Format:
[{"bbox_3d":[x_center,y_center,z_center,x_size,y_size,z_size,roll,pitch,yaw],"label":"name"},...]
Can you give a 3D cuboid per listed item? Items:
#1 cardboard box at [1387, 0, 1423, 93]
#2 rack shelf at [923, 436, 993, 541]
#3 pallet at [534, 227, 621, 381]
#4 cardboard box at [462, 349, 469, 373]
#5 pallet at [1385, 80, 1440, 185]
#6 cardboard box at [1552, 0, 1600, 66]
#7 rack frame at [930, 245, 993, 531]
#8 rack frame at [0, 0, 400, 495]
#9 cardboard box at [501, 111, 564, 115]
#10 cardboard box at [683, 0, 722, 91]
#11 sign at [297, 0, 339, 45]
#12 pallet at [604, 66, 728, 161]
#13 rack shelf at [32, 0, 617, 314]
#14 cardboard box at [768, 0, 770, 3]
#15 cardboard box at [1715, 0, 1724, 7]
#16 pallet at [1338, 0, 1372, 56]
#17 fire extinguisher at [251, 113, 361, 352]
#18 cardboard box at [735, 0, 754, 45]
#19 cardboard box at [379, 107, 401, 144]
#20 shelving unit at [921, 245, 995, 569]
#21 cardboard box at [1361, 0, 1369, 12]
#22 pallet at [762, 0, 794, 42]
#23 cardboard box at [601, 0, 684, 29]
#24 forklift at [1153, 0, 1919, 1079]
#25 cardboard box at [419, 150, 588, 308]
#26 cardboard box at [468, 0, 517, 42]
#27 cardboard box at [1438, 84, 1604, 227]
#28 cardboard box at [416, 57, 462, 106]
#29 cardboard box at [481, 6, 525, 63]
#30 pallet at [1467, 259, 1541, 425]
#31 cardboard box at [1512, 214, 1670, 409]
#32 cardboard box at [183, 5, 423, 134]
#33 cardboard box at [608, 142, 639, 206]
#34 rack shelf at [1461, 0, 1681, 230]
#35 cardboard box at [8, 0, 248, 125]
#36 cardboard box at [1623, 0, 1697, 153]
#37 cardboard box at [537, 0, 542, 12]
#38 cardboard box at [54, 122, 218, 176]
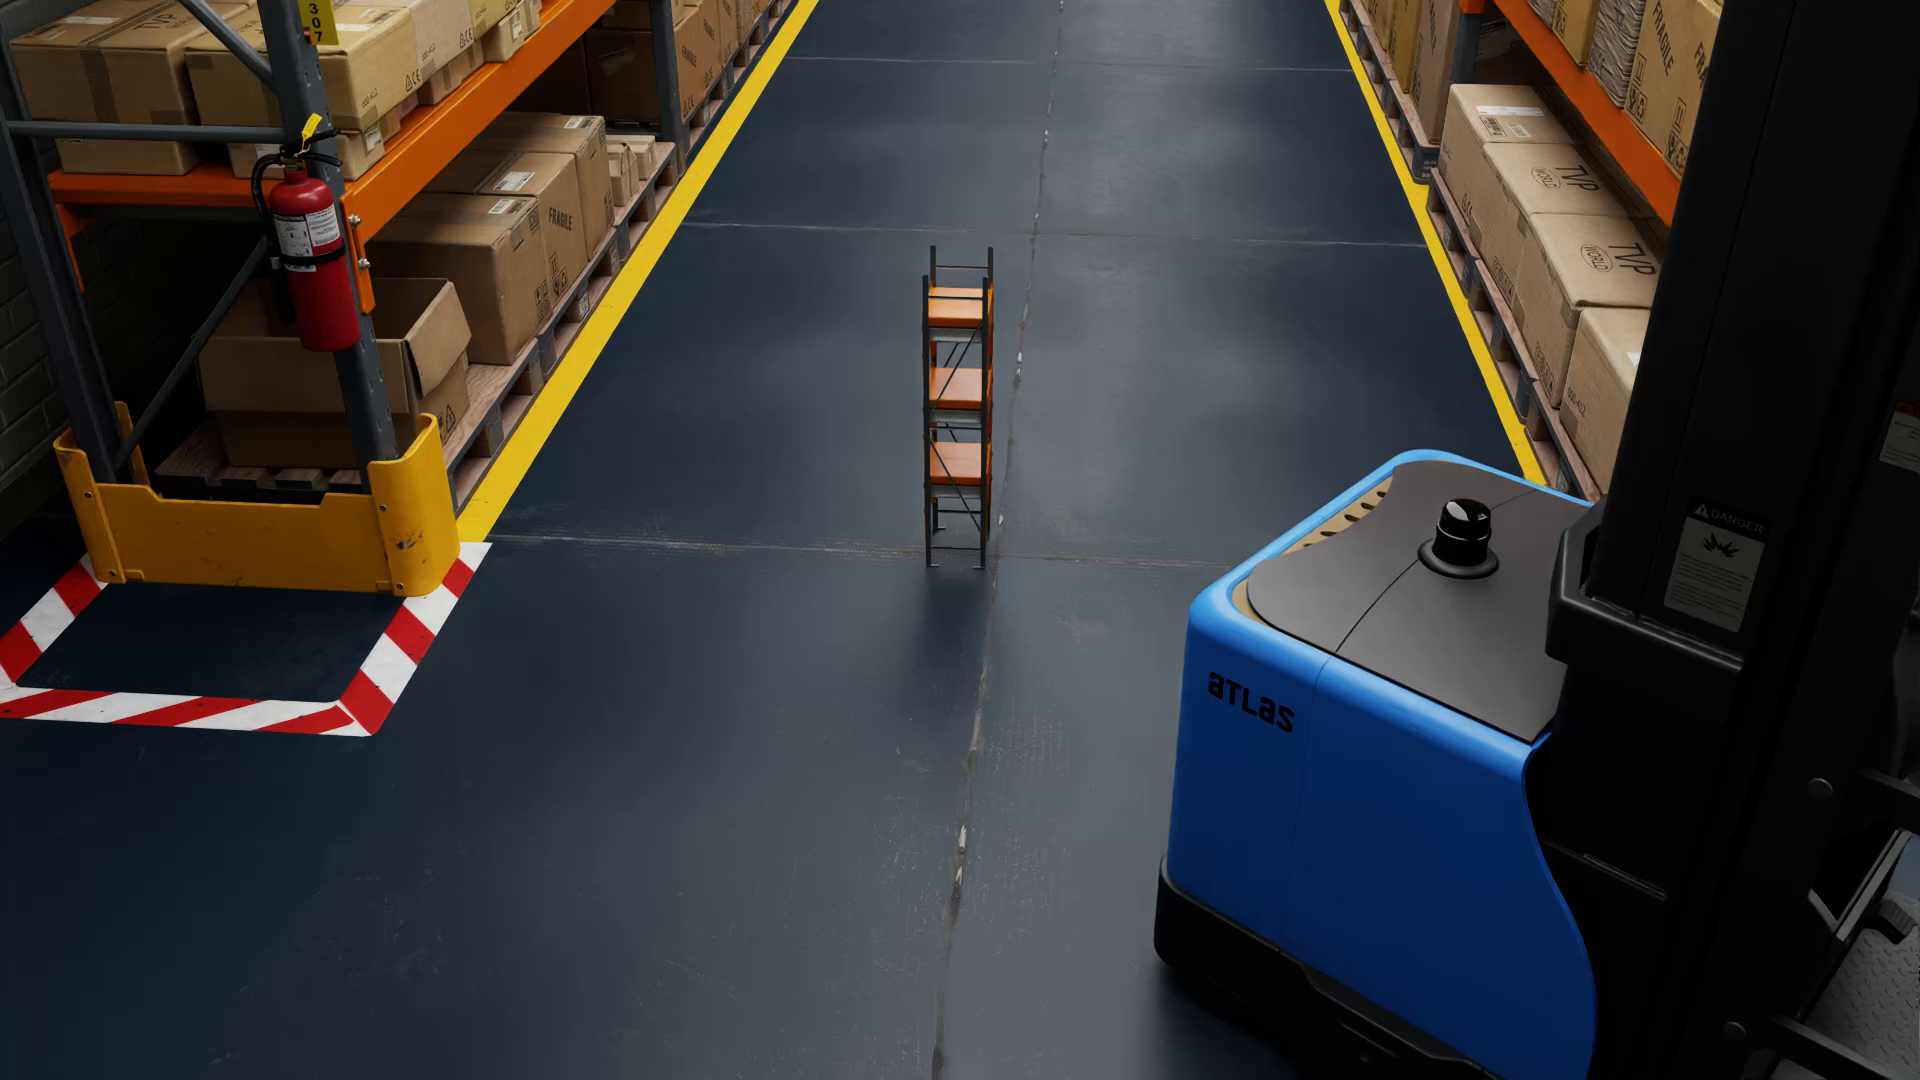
[{"bbox_3d":[3.004,-3.119,9.576,0.875,0.875,0.875,3,32,5],"label":"cardboard box"},{"bbox_3d":[-0.004,-0.173,5.581,0.215,0.259,0.240,2,32,4],"label":"rack shelf"},{"bbox_3d":[-2.134,-1.068,7.282,1.003,0.211,1.213,2,32,4],"label":"pallet"},{"bbox_3d":[-2.088,-0.664,6.285,0.380,0.149,0.250,1,32,2],"label":"cardboard box"},{"bbox_3d":[2.955,-2.264,9.222,1.003,0.211,1.213,2,32,4],"label":"pallet"},{"bbox_3d":[2.534,-2.060,6.139,0.500,0.500,0.500,3,32,5],"label":"cardboard box"},{"bbox_3d":[0.006,-0.483,5.533,0.200,1.050,0.008,2,32,4],"label":"rack frame"},{"bbox_3d":[-2.306,-1.163,4.777,1.000,3.000,0.127,2,32,4],"label":"rack frame"},{"bbox_3d":[-2.269,-1.953,8.222,0.500,0.311,0.500,4,32,6],"label":"cardboard box"},{"bbox_3d":[-1.683,-2.891,9.564,0.500,0.500,0.500,2,32,3],"label":"cardboard box"},{"bbox_3d":[-1.765,-1.508,4.513,0.100,0.325,0.005,2,32,4],"label":"sign"},{"bbox_3d":[-1.952,-2.494,9.596,1.003,0.211,1.213,2,32,4],"label":"pallet"},{"bbox_3d":[-2.143,-1.902,6.663,1.077,0.370,4.000,2,32,4],"label":"rack shelf"},{"bbox_3d":[-1.526,-3.969,11.313,0.500,0.500,0.500,2,32,3],"label":"cardboard box"},{"bbox_3d":[2.444,-1.683,4.574,0.500,0.500,0.500,3,32,6],"label":"cardboard box"},{"bbox_3d":[3.154,-3.540,11.292,1.003,0.211,1.213,2,32,4],"label":"pallet"},{"bbox_3d":[-1.857,-0.874,4.739,0.296,0.674,0.183,2,32,4],"label":"fire extinguisher"},{"bbox_3d":[-1.589,-3.423,10.427,0.500,0.500,0.500,1,32,2],"label":"cardboard box"},{"bbox_3d":[-2.031,-1.351,5.322,0.380,0.149,0.250,3,32,5],"label":"cardboard box"},{"bbox_3d":[-0.004,-0.419,5.429,0.215,1.050,0.252,2,32,4],"label":"shelving unit"},{"bbox_3d":[3.154,-4.052,11.091,0.875,0.875,0.875,2,32,4],"label":"cardboard box"},{"bbox_3d":[-1.753,-3.770,11.666,1.003,0.211,1.213,2,32,4],"label":"pallet"},{"bbox_3d":[-1.686,-2.821,8.833,0.380,0.149,0.250,4,32,6],"label":"cardboard box"},{"bbox_3d":[1.896,0.127,2.749,3.031,2.935,1.130,26,40,35],"label":"forklift"},{"bbox_3d":[-1.910,-1.310,7.000,0.500,0.500,0.500,3,32,5],"label":"cardboard box"},{"bbox_3d":[-1.921,-1.980,5.963,0.500,0.250,0.500,2,32,3],"label":"cardboard box"},{"bbox_3d":[2.809,-1.808,7.867,0.875,0.438,0.875,2,32,3],"label":"cardboard box"},{"bbox_3d":[-1.963,-1.619,5.758,0.380,0.149,0.250,3,32,6],"label":"cardboard box"},{"bbox_3d":[-1.851,-1.887,6.193,0.380,0.149,0.250,2,32,3],"label":"cardboard box"},{"bbox_3d":[2.731,-0.823,6.884,1.003,0.211,1.213,2,32,4],"label":"pallet"},{"bbox_3d":[2.662,-0.869,6.343,0.875,0.438,0.875,3,32,5],"label":"cardboard box"},{"bbox_3d":[-2.000,-1.451,5.105,0.500,0.250,0.500,3,32,4],"label":"cardboard box"},{"bbox_3d":[-1.762,-1.778,7.983,0.396,0.266,0.258,4,32,6],"label":"cardboard box"},{"bbox_3d":[2.805,-1.692,6.322,1.077,0.370,4.000,2,32,4],"label":"rack shelf"},{"bbox_3d":[-2.533,-1.477,5.147,0.500,0.250,0.500,3,32,5],"label":"cardboard box"},{"bbox_3d":[2.473,-1.520,5.263,0.500,0.500,0.500,2,32,3],"label":"cardboard box"},{"bbox_3d":[-1.898,-2.164,6.641,0.380,0.149,0.250,2,32,4],"label":"cardboard box"},{"bbox_3d":[-2.546,-1.240,5.143,0.380,0.149,0.250,2,32,3],"label":"cardboard box"}]
